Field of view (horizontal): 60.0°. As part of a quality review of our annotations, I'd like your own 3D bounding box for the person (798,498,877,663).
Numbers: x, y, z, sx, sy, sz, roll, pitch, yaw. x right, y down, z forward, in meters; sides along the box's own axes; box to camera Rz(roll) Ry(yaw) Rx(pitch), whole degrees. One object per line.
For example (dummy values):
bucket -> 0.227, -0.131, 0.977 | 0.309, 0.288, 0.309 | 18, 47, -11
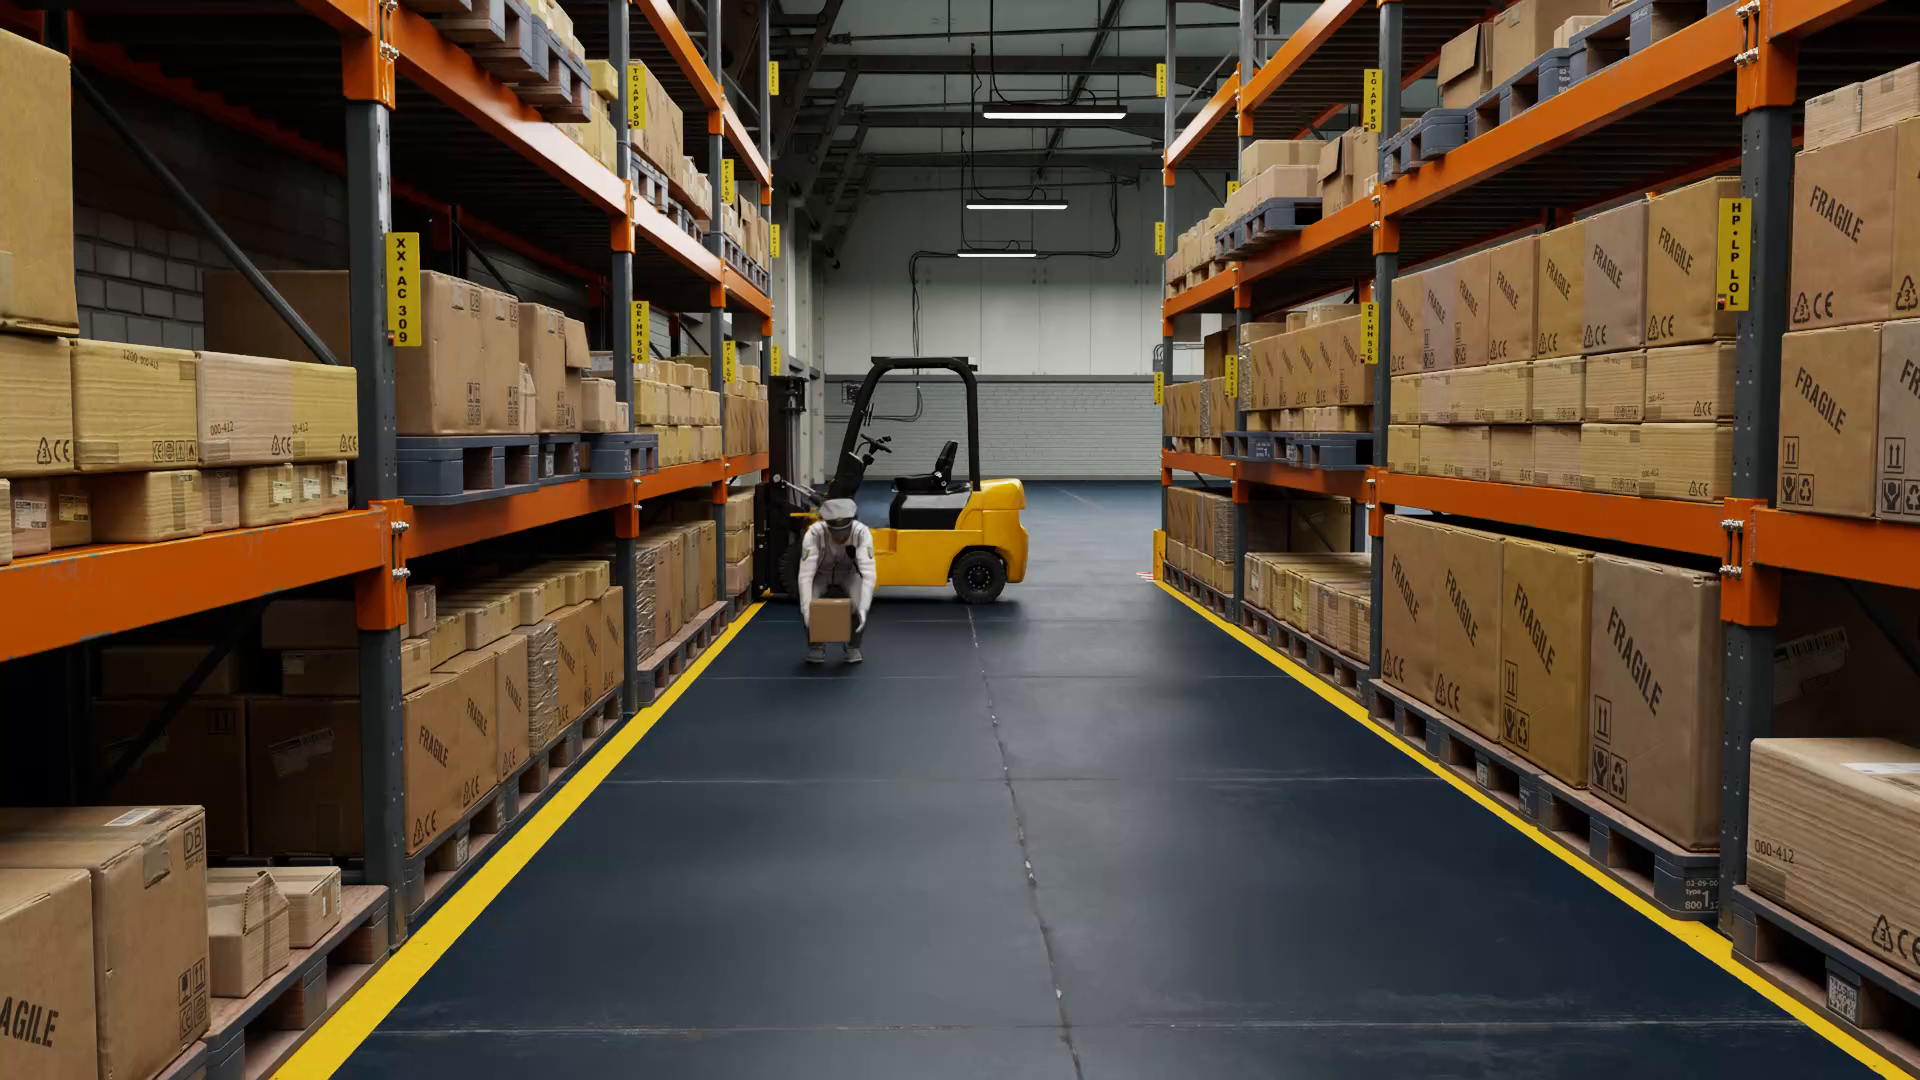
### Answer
person -> -0.792, 0.267, 10.847 | 0.507, 1.089, 0.812 | 0, 4, -1
